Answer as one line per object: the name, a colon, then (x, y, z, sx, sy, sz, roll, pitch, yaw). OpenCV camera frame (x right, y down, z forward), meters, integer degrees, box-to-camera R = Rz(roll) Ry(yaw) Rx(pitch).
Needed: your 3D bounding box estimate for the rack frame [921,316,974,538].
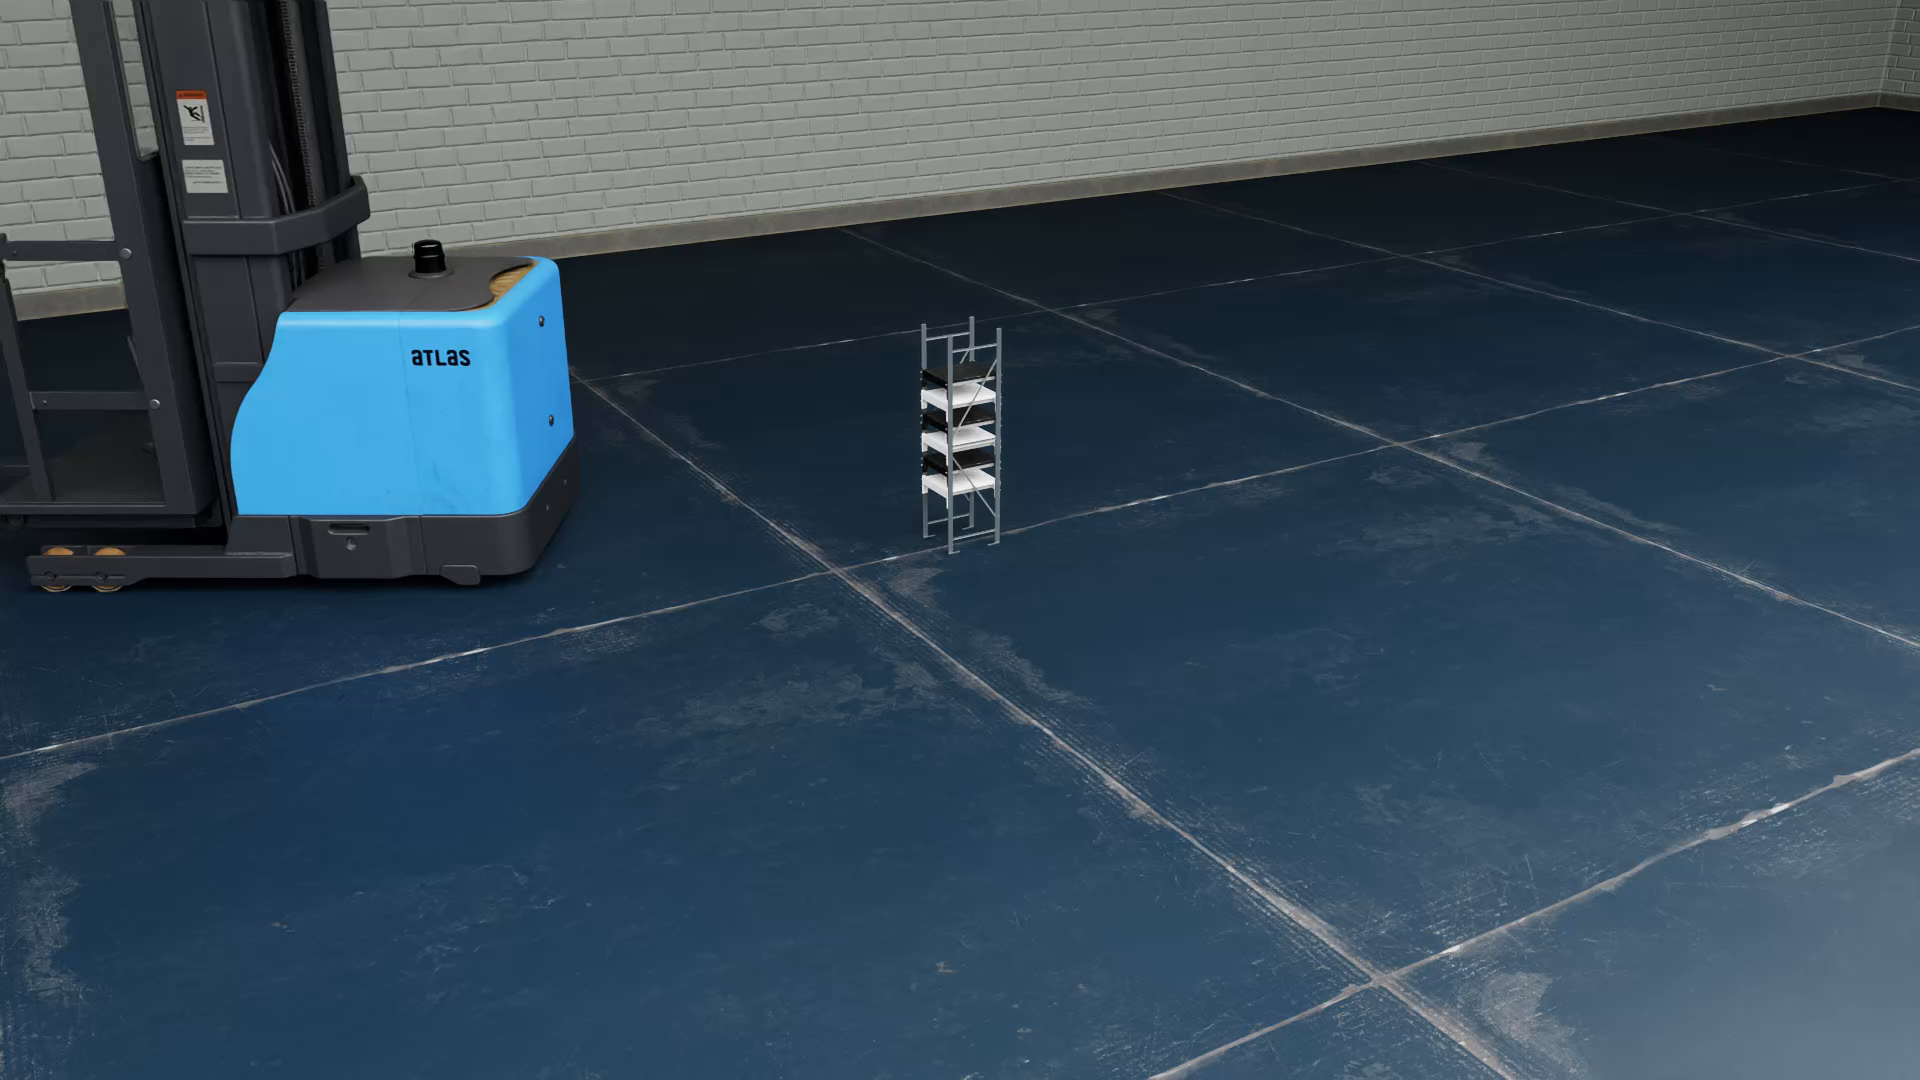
rack frame: (-0.048, -0.447, 6.717, 0.240, 0.900, 0.006, -13, 25, -28)

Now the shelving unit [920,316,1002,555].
shelving unit: (0.004, -0.414, 6.636, 0.258, 0.900, 0.210, -13, 25, -28)

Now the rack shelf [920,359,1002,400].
rack shelf: (0.004, -0.633, 6.546, 0.258, 0.077, 0.200, -13, 25, -28)

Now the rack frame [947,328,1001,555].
rack frame: (0.056, -0.381, 6.555, 0.240, 0.900, 0.006, -13, 25, -28)

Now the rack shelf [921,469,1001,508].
rack shelf: (0.004, -0.217, 6.716, 0.258, 0.077, 0.200, -13, 25, -28)

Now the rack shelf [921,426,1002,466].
rack shelf: (0.004, -0.383, 6.648, 0.258, 0.077, 0.200, -13, 25, -28)

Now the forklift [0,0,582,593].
forklift: (-3.147, -1.358, 6.259, 3.031, 2.935, 1.130, 0, 22, 0)

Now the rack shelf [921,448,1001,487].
rack shelf: (0.004, -0.300, 6.682, 0.258, 0.077, 0.200, -13, 25, -28)

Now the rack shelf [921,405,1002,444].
rack shelf: (0.004, -0.467, 6.614, 0.258, 0.077, 0.200, -13, 25, -28)

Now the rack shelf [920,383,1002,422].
rack shelf: (0.004, -0.550, 6.580, 0.258, 0.077, 0.200, -13, 25, -28)
